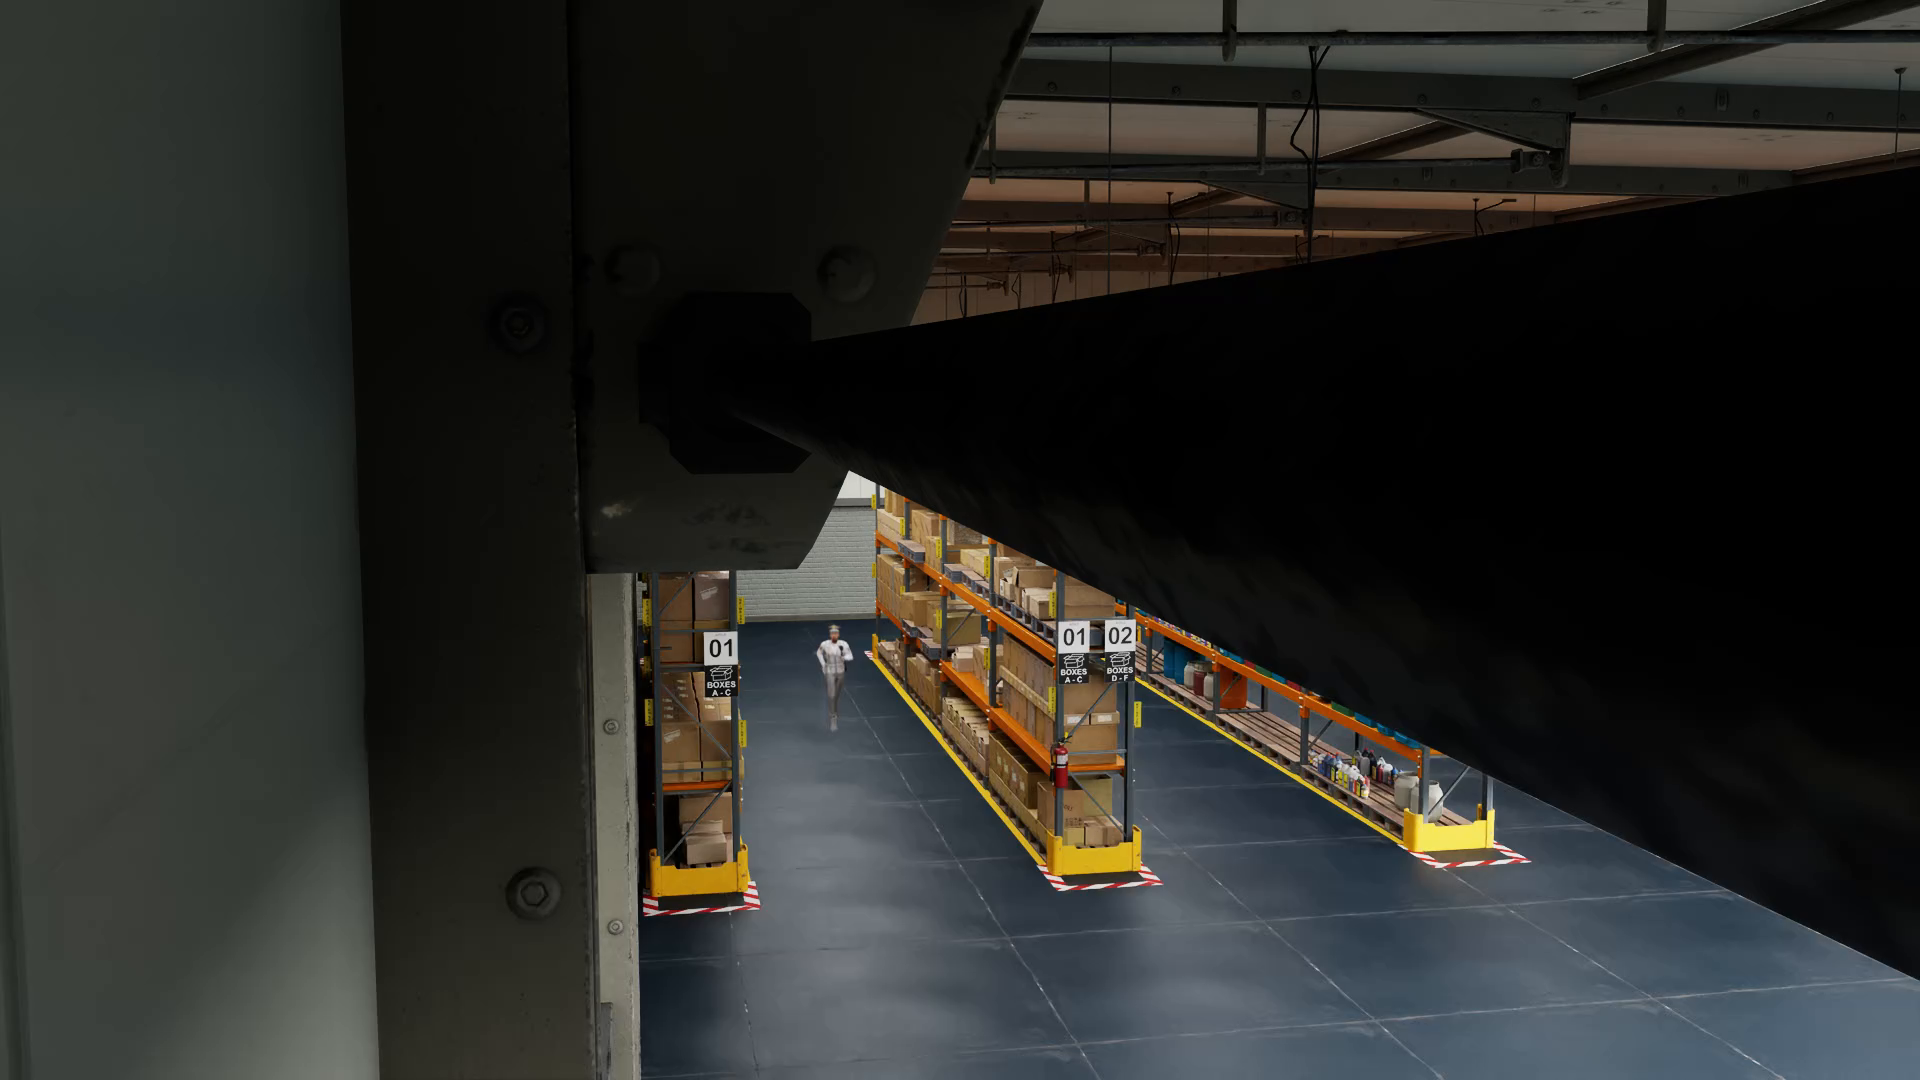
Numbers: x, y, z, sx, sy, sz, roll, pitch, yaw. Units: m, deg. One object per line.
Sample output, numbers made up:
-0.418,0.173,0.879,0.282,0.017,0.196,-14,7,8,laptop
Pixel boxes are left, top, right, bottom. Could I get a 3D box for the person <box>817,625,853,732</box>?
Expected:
-2.109,2.309,28.276,0.584,1.777,0.731,-2,6,-15,person
